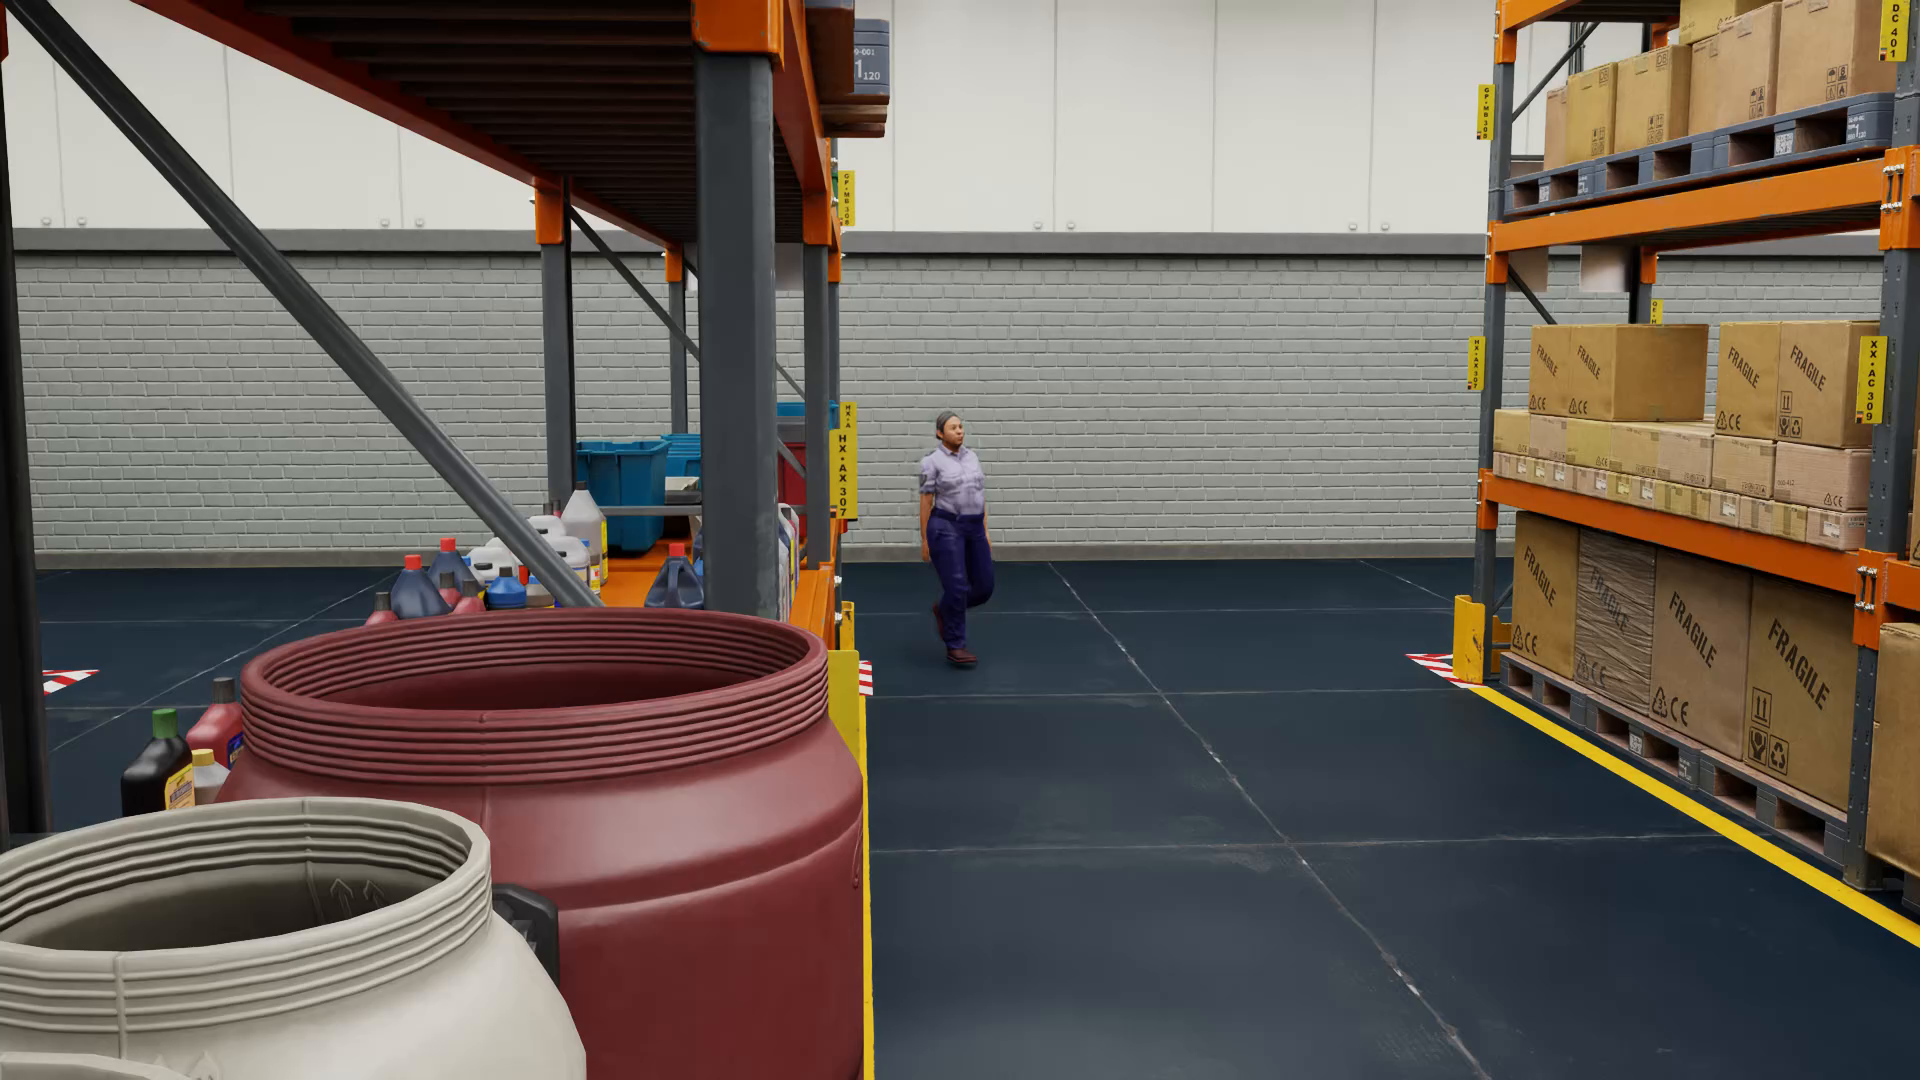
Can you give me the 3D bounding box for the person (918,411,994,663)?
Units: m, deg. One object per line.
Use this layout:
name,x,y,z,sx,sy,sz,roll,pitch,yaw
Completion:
person,-0.034,-0.036,10.925,0.498,1.618,0.642,-5,9,-37
